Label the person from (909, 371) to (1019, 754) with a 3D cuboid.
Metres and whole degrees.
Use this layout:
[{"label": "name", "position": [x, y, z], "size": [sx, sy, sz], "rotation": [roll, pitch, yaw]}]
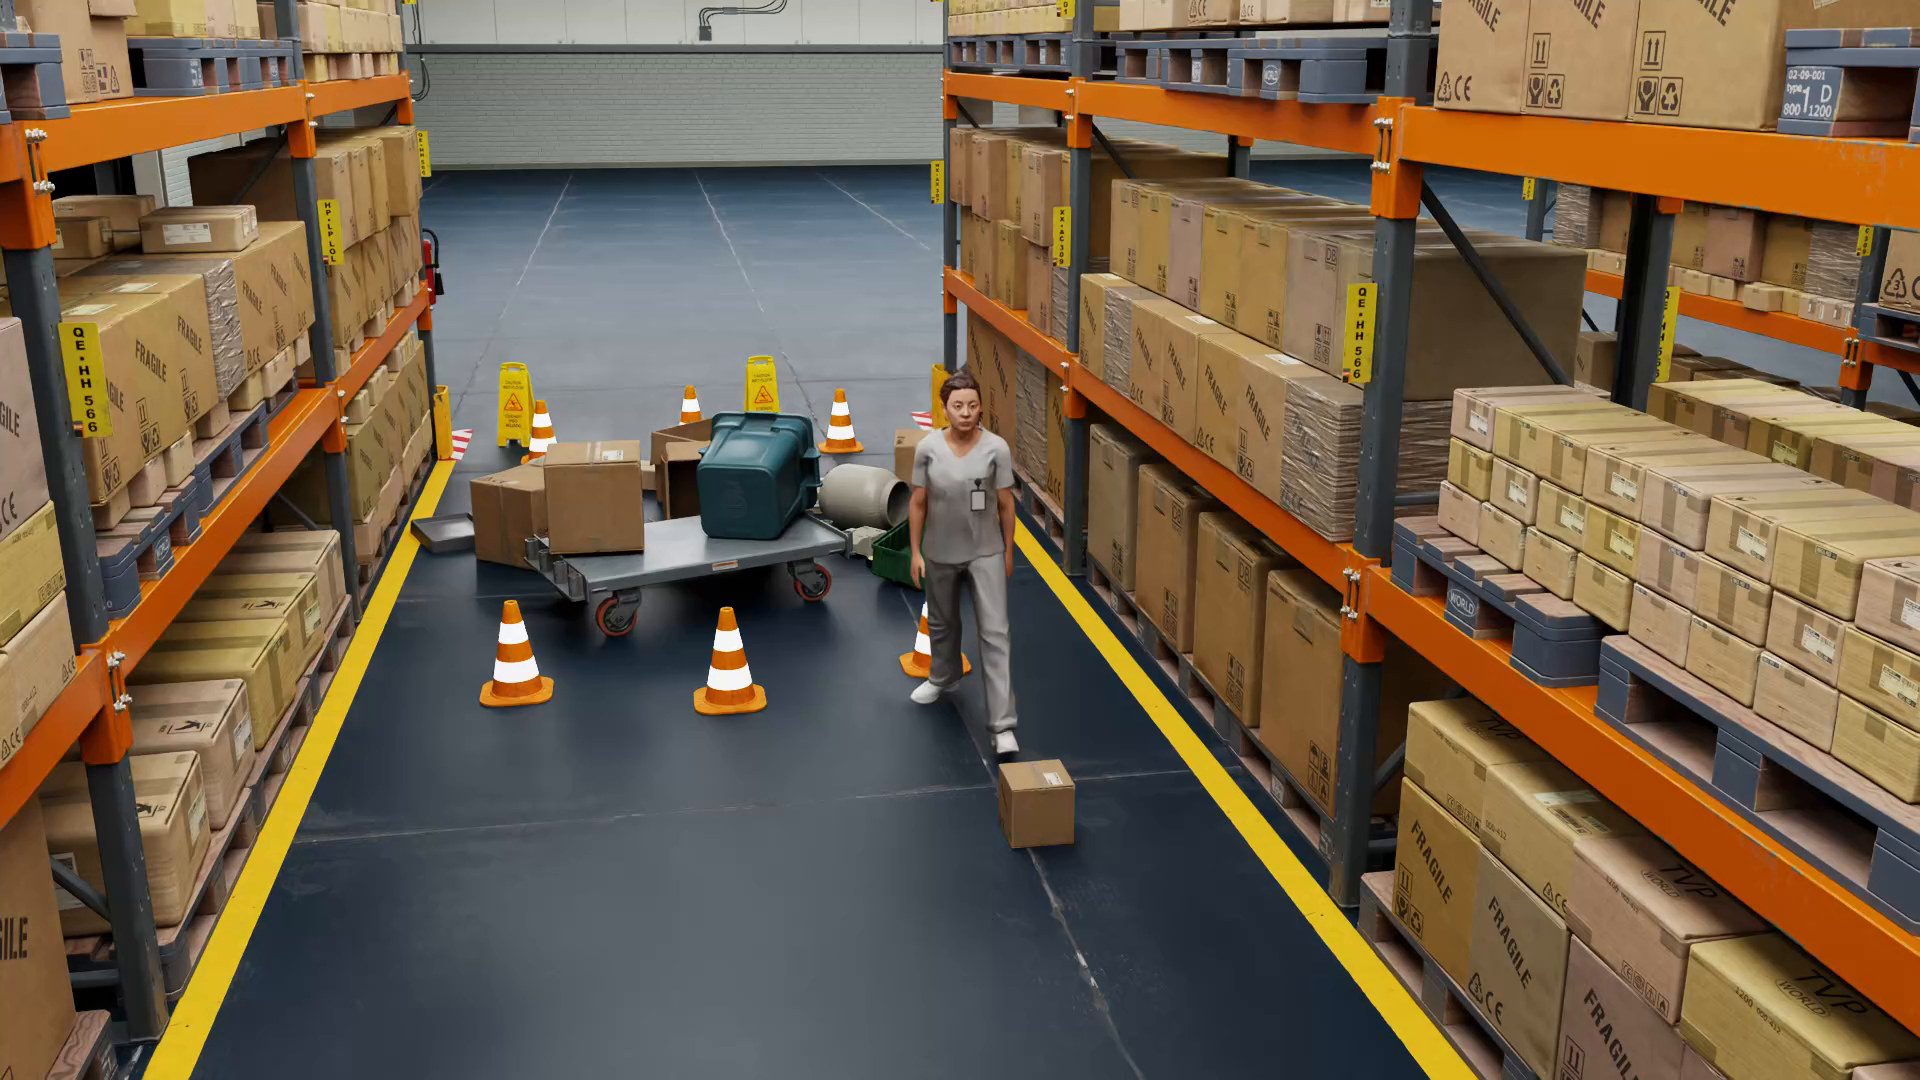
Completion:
[{"label": "person", "position": [0.021, 0.064, 7.323], "size": [0.569, 1.627, 0.886], "rotation": [2, 17, 7]}]
